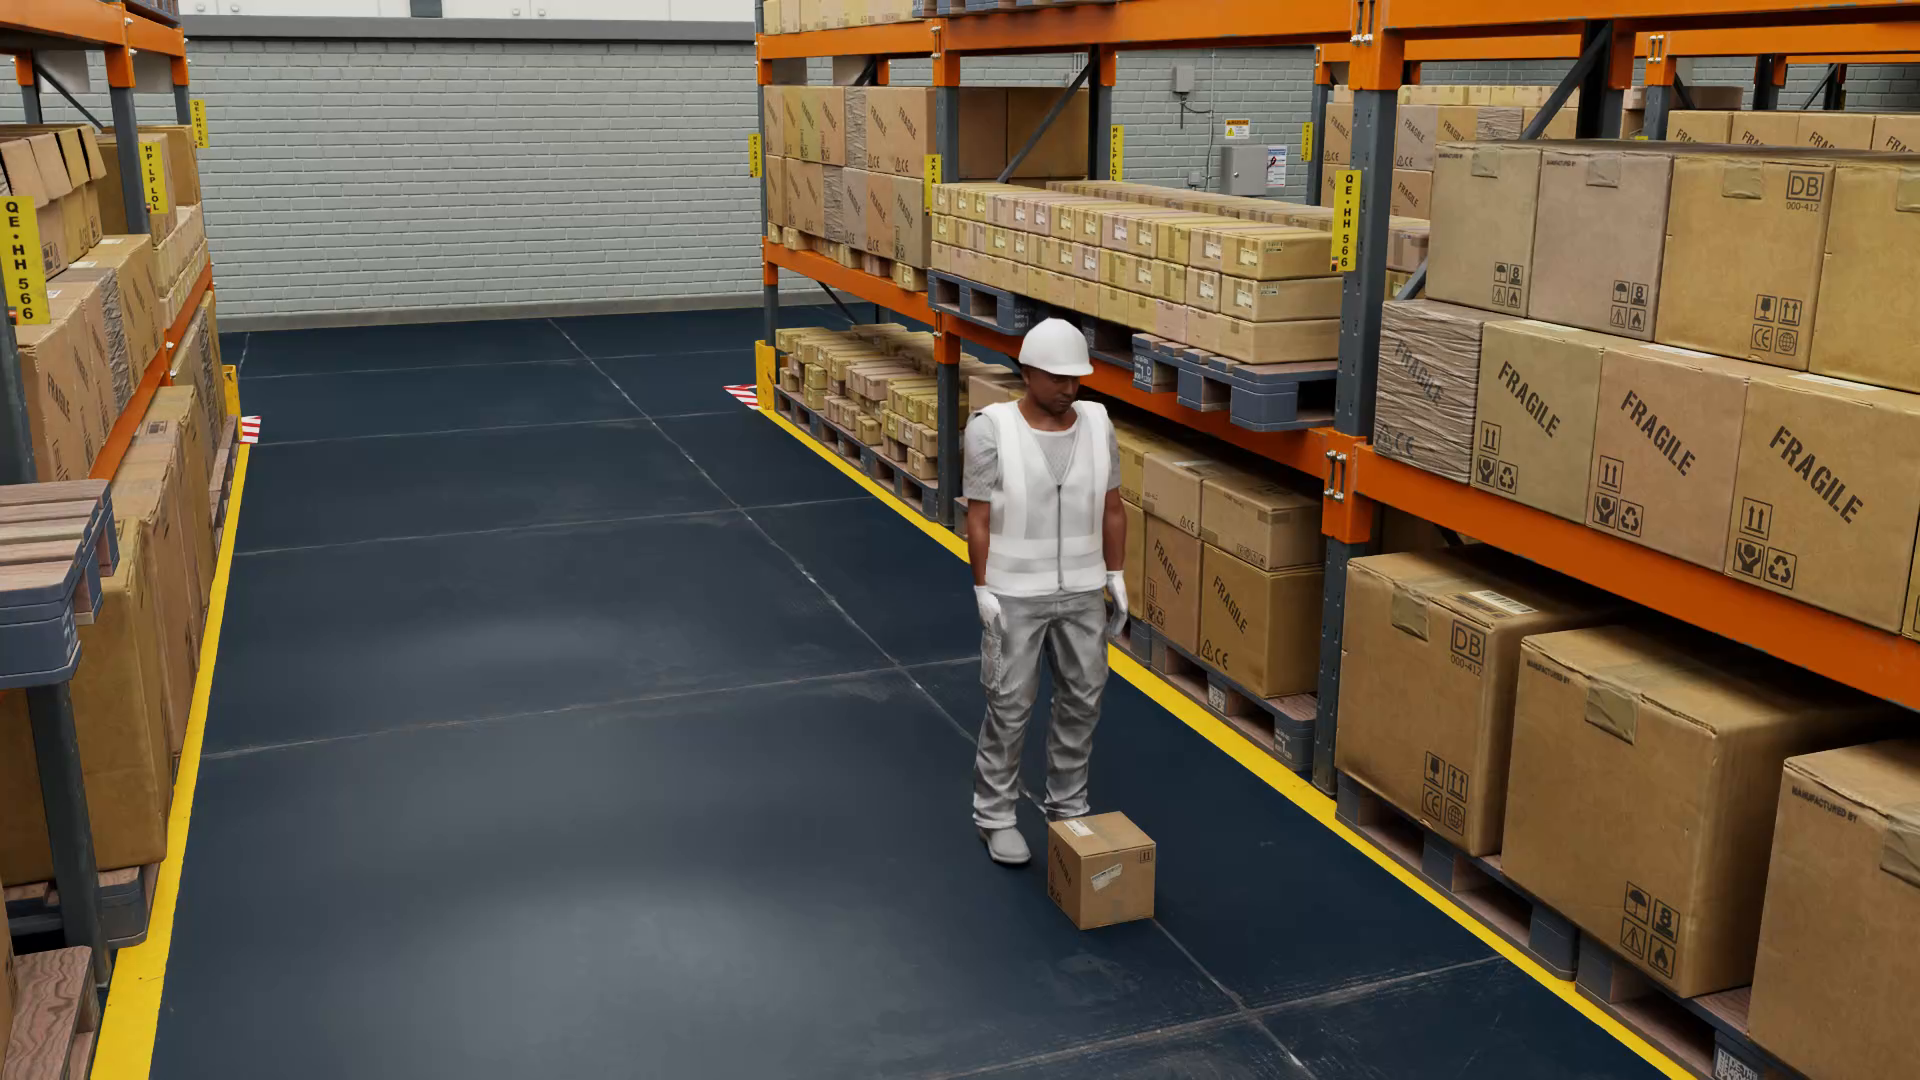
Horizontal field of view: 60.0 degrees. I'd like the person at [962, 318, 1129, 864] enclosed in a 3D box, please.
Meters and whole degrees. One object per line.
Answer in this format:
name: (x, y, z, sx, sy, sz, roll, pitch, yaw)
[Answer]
person: (0.283, 0.164, 5.406, 0.546, 1.776, 0.363, -5, 16, -19)
